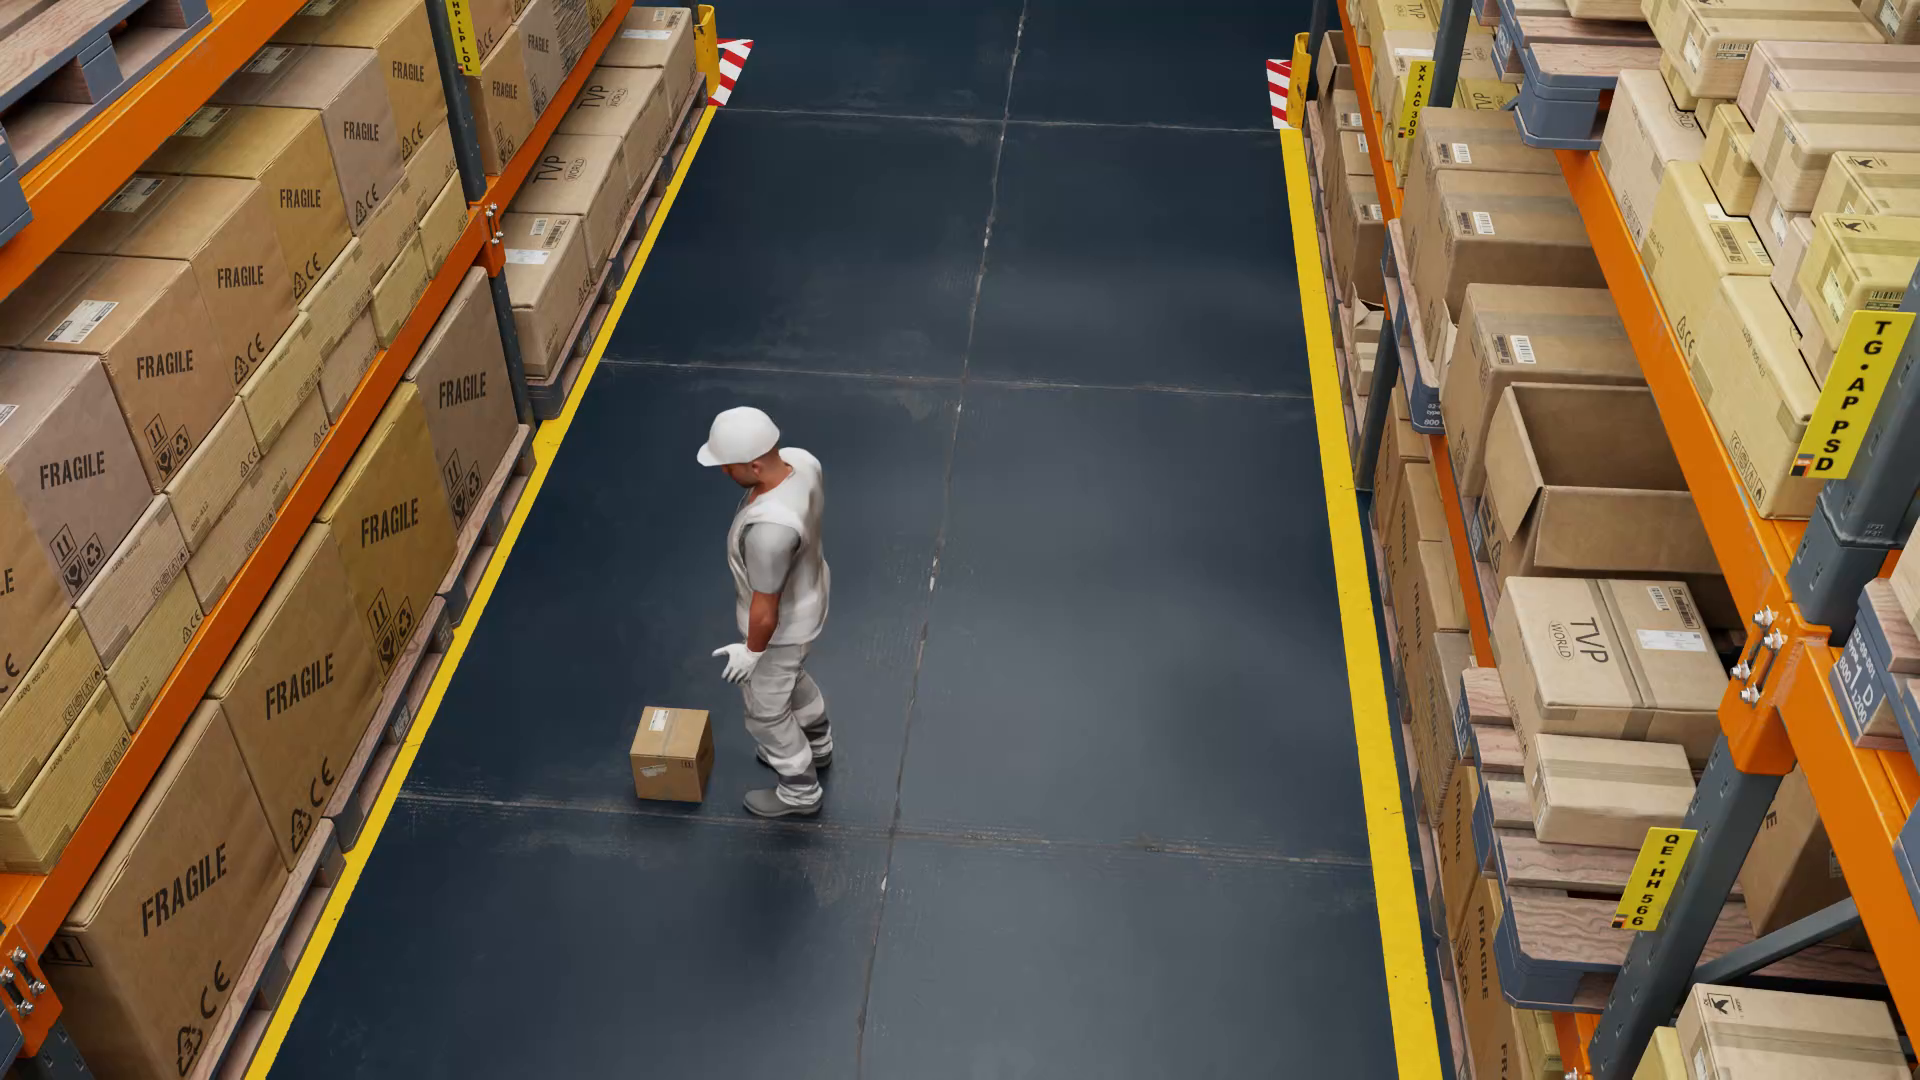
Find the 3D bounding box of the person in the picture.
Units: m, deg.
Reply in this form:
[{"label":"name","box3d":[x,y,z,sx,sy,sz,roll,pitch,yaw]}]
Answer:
[{"label":"person","box3d":[-0.654,0.272,5.828,0.388,1.769,0.533,4,40,5]}]
